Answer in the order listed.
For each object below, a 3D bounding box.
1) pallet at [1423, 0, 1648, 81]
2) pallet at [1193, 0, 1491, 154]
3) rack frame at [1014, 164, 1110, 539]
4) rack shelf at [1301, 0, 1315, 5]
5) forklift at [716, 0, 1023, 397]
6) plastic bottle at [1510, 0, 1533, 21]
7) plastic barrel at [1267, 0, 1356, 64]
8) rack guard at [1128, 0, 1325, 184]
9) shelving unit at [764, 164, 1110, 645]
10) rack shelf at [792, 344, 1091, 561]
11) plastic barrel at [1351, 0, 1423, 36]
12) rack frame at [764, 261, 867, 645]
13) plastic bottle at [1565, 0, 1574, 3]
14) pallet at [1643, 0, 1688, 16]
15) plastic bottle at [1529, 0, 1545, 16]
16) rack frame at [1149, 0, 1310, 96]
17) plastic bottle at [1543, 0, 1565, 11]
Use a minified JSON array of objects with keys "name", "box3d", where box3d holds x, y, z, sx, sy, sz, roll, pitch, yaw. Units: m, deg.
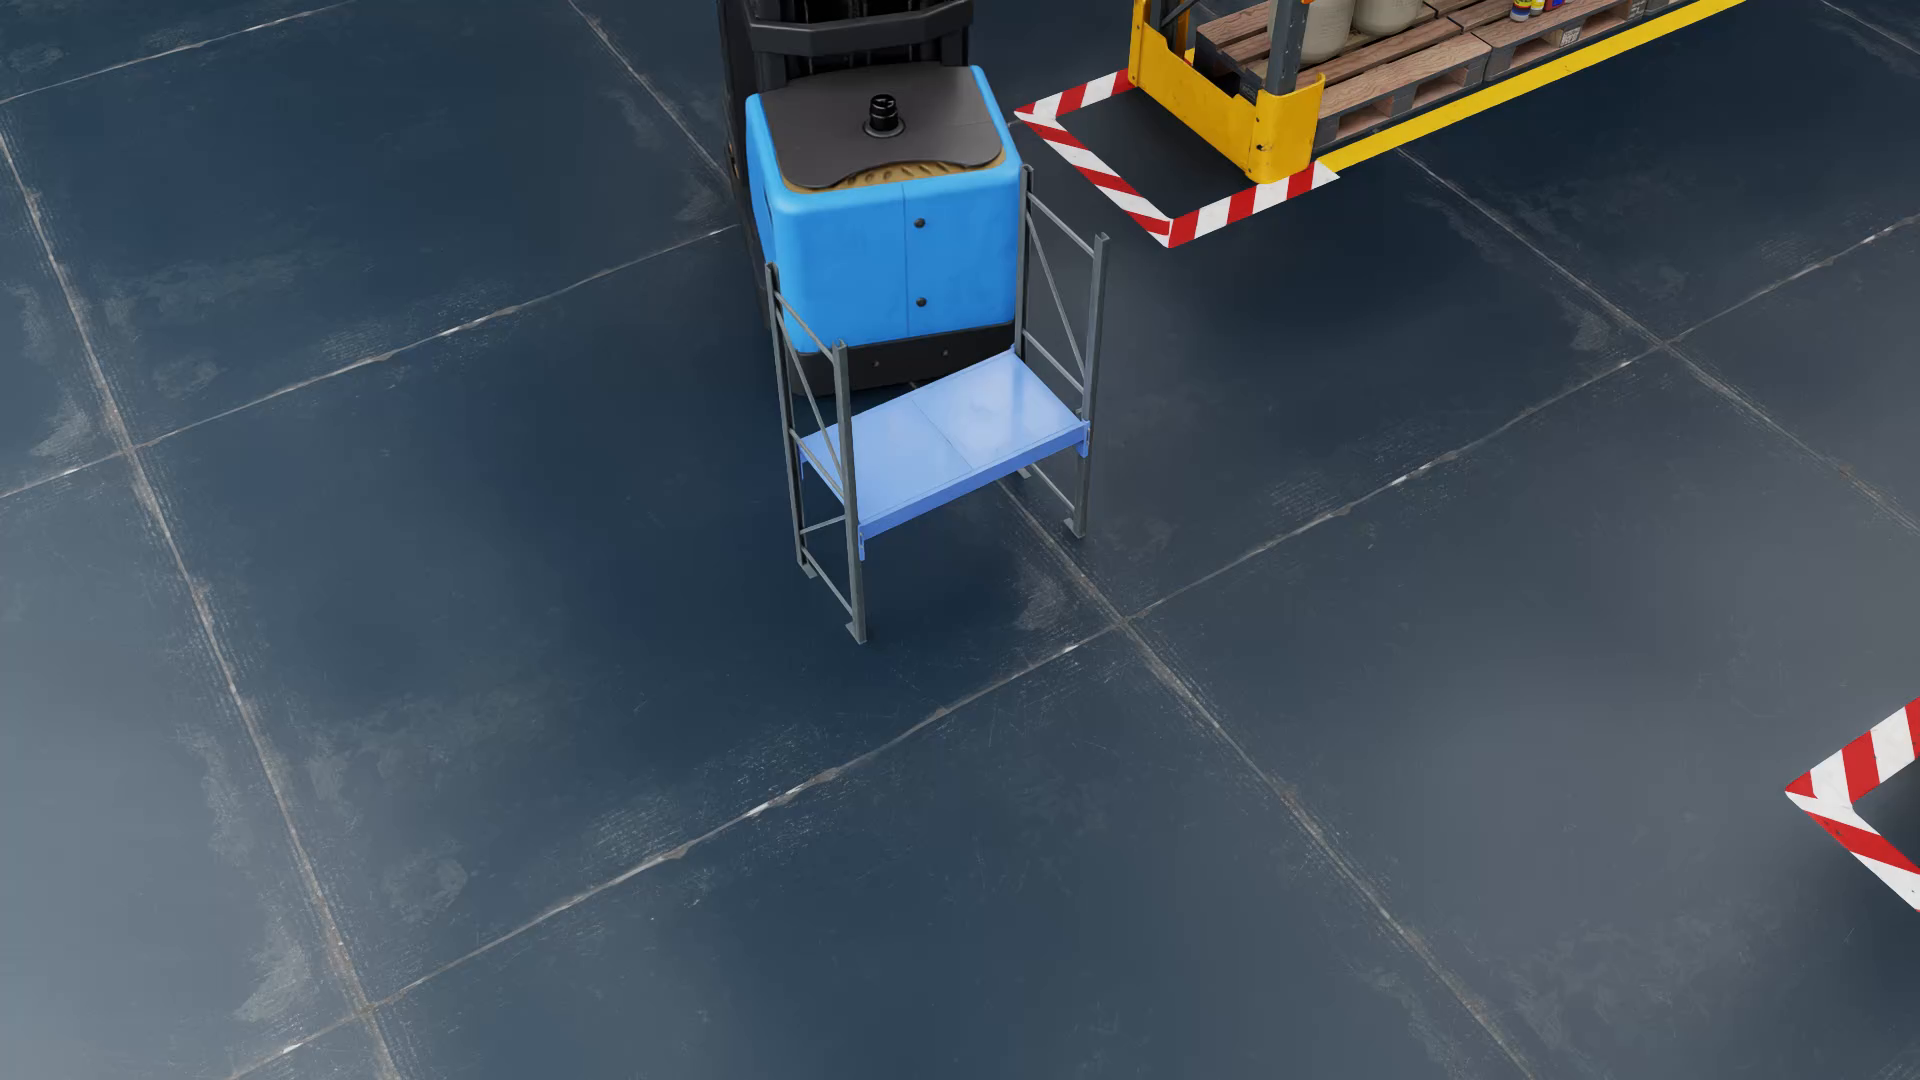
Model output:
[{"name":"pallet","box3d":[3.050,-3.061,9.280,1.213,0.211,1.003,-25,53,-21]},{"name":"pallet","box3d":[2.019,-2.578,8.850,1.213,0.211,1.003,-25,53,-21]},{"name":"rack frame","box3d":[0.358,-0.667,6.285,0.032,1.500,0.500,-25,53,-21]},{"name":"rack shelf","box3d":[2.981,-3.683,8.448,4.000,0.370,1.077,-25,53,-21]},{"name":"forklift","box3d":[-0.559,-2.716,7.151,1.130,2.935,3.031,-10,49,-9]},{"name":"plastic bottle","box3d":[2.990,-2.890,8.793,0.097,0.271,0.097,0,48,0]},{"name":"plastic barrel","box3d":[1.806,-2.748,8.519,0.421,0.512,0.421,0,48,0]},{"name":"rack guard","box3d":[1.329,-2.354,8.457,0.348,0.500,1.175,-25,53,-21]},{"name":"shelving unit","box3d":[-0.072,-0.465,6.105,1.048,1.500,0.538,-25,53,-21]},{"name":"rack shelf","box3d":[-0.072,-0.345,6.239,1.000,0.185,0.538,-25,53,-21]},{"name":"plastic barrel","box3d":[2.230,-2.948,8.697,0.421,0.512,0.421,0,48,0]},{"name":"rack frame","box3d":[-0.502,-0.262,5.925,0.032,1.500,0.500,-25,53,-21]},{"name":"plastic bottle","box3d":[3.279,-3.026,8.914,0.097,0.271,0.097,0,48,0]},{"name":"pallet","box3d":[4.083,-3.550,9.716,1.213,0.211,1.003,-25,53,-21]},{"name":"plastic bottle","box3d":[3.077,-2.908,8.856,0.097,0.201,0.097,0,48,0]},{"name":"rack frame","box3d":[1.290,-3.125,7.470,0.127,3.000,1.000,-25,53,-21]},{"name":"plastic bottle","box3d":[3.191,-2.973,8.858,0.133,0.283,0.061,-24,53,-20]}]
